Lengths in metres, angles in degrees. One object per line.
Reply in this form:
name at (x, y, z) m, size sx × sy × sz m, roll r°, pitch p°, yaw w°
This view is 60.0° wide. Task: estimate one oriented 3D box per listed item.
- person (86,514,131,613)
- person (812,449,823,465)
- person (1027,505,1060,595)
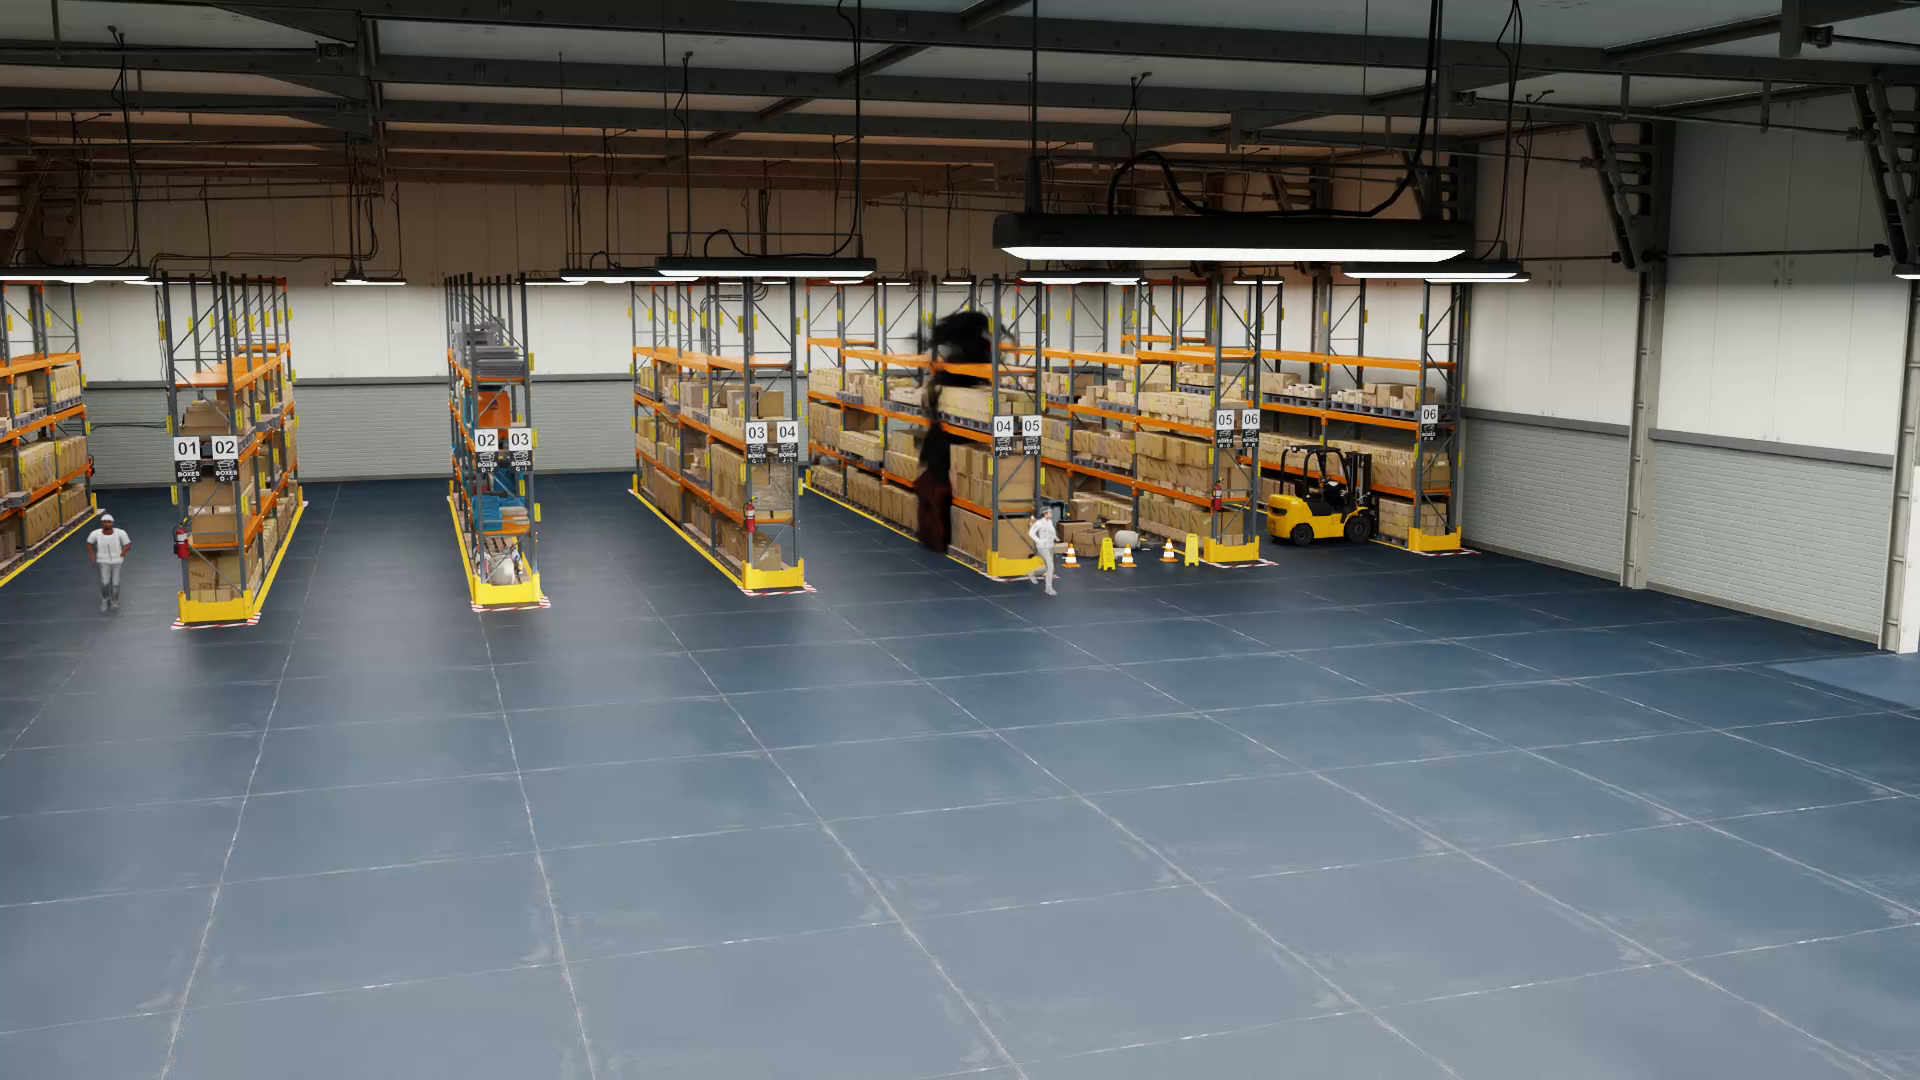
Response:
person at (-15.097, 0.411, 29.566) m, size 0.697 × 1.752 × 0.672 m, roll -5°, pitch 10°, yaw -31°
person at (-4.316, -2.562, 49.801) m, size 0.506 × 1.599 × 0.713 m, roll 0°, pitch 9°, yaw 3°
person at (1.619, 0.168, 31.624) m, size 0.826 × 1.678 × 0.641 m, roll 6°, pitch 10°, yaw 34°
